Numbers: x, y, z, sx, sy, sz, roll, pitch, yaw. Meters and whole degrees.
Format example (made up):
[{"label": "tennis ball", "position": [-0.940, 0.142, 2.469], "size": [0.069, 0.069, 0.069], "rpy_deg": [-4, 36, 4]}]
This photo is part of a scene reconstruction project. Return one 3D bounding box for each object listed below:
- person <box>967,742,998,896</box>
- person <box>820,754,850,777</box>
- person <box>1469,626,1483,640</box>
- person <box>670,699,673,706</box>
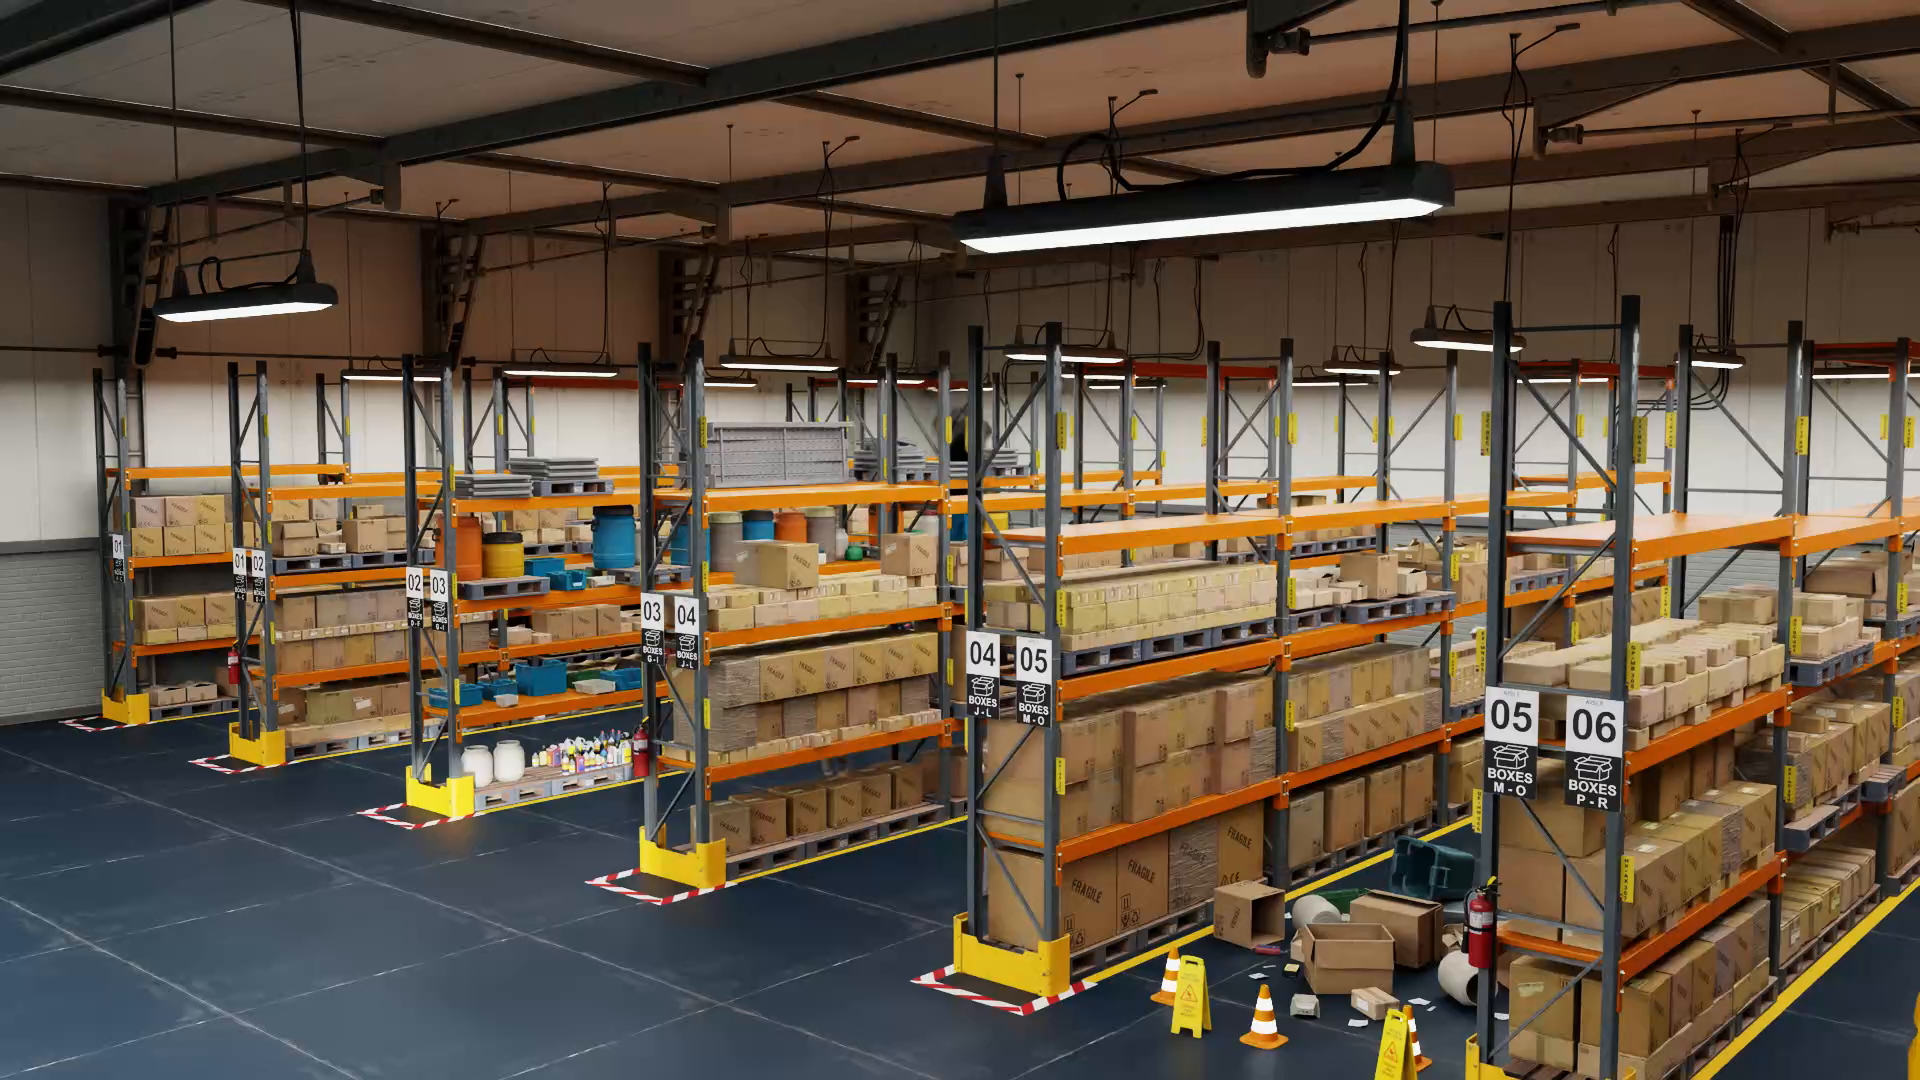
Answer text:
[{"label": "person", "position": [0.335, 3.009, 18.079], "size": [0.572, 1.653, 0.601], "rpy_deg": [2, 5, 28]}, {"label": "person", "position": [-1.837, 2.574, 23.497], "size": [0.656, 1.722, 0.603], "rpy_deg": [2, 5, 30]}, {"label": "person", "position": [8.465, 2.297, 27.004], "size": [0.946, 1.806, 0.712], "rpy_deg": [-3, 5, -38]}, {"label": "person", "position": [-4.410, 2.358, 26.969], "size": [0.532, 1.619, 0.628], "rpy_deg": [-4, 6, -45]}]
